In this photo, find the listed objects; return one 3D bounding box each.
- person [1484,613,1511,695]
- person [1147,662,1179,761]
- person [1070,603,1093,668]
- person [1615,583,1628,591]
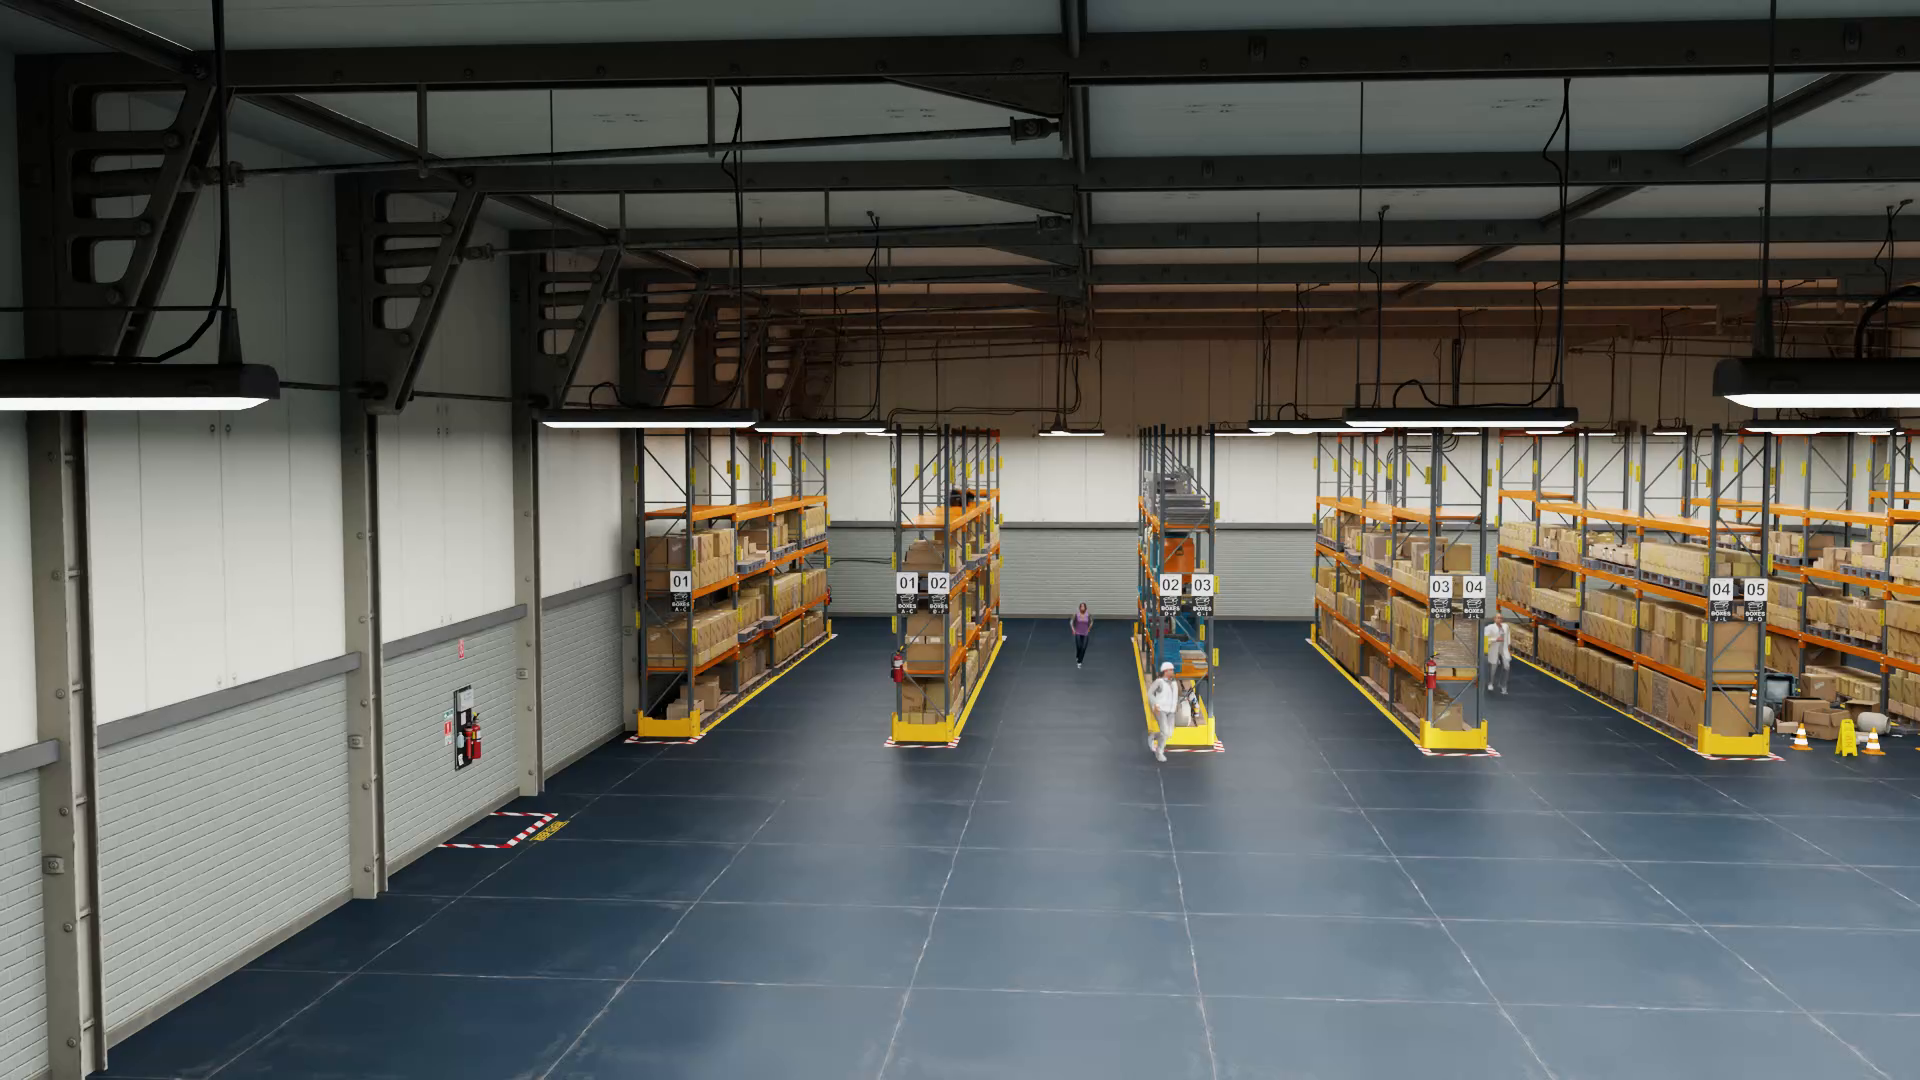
[{"bbox_3d":[12.094,2.546,37.413,0.709,1.821,0.840,0,3,-3],"label":"person"},{"bbox_3d":[3.651,3.058,29.905,0.700,1.732,0.648,-3,4,-36],"label":"person"},{"bbox_3d":[2.895,2.269,39.459,0.547,1.547,0.480,0,3,-3],"label":"person"},{"bbox_3d":[18.764,1.995,47.175,0.870,1.732,0.584,1,4,11],"label":"person"}]
